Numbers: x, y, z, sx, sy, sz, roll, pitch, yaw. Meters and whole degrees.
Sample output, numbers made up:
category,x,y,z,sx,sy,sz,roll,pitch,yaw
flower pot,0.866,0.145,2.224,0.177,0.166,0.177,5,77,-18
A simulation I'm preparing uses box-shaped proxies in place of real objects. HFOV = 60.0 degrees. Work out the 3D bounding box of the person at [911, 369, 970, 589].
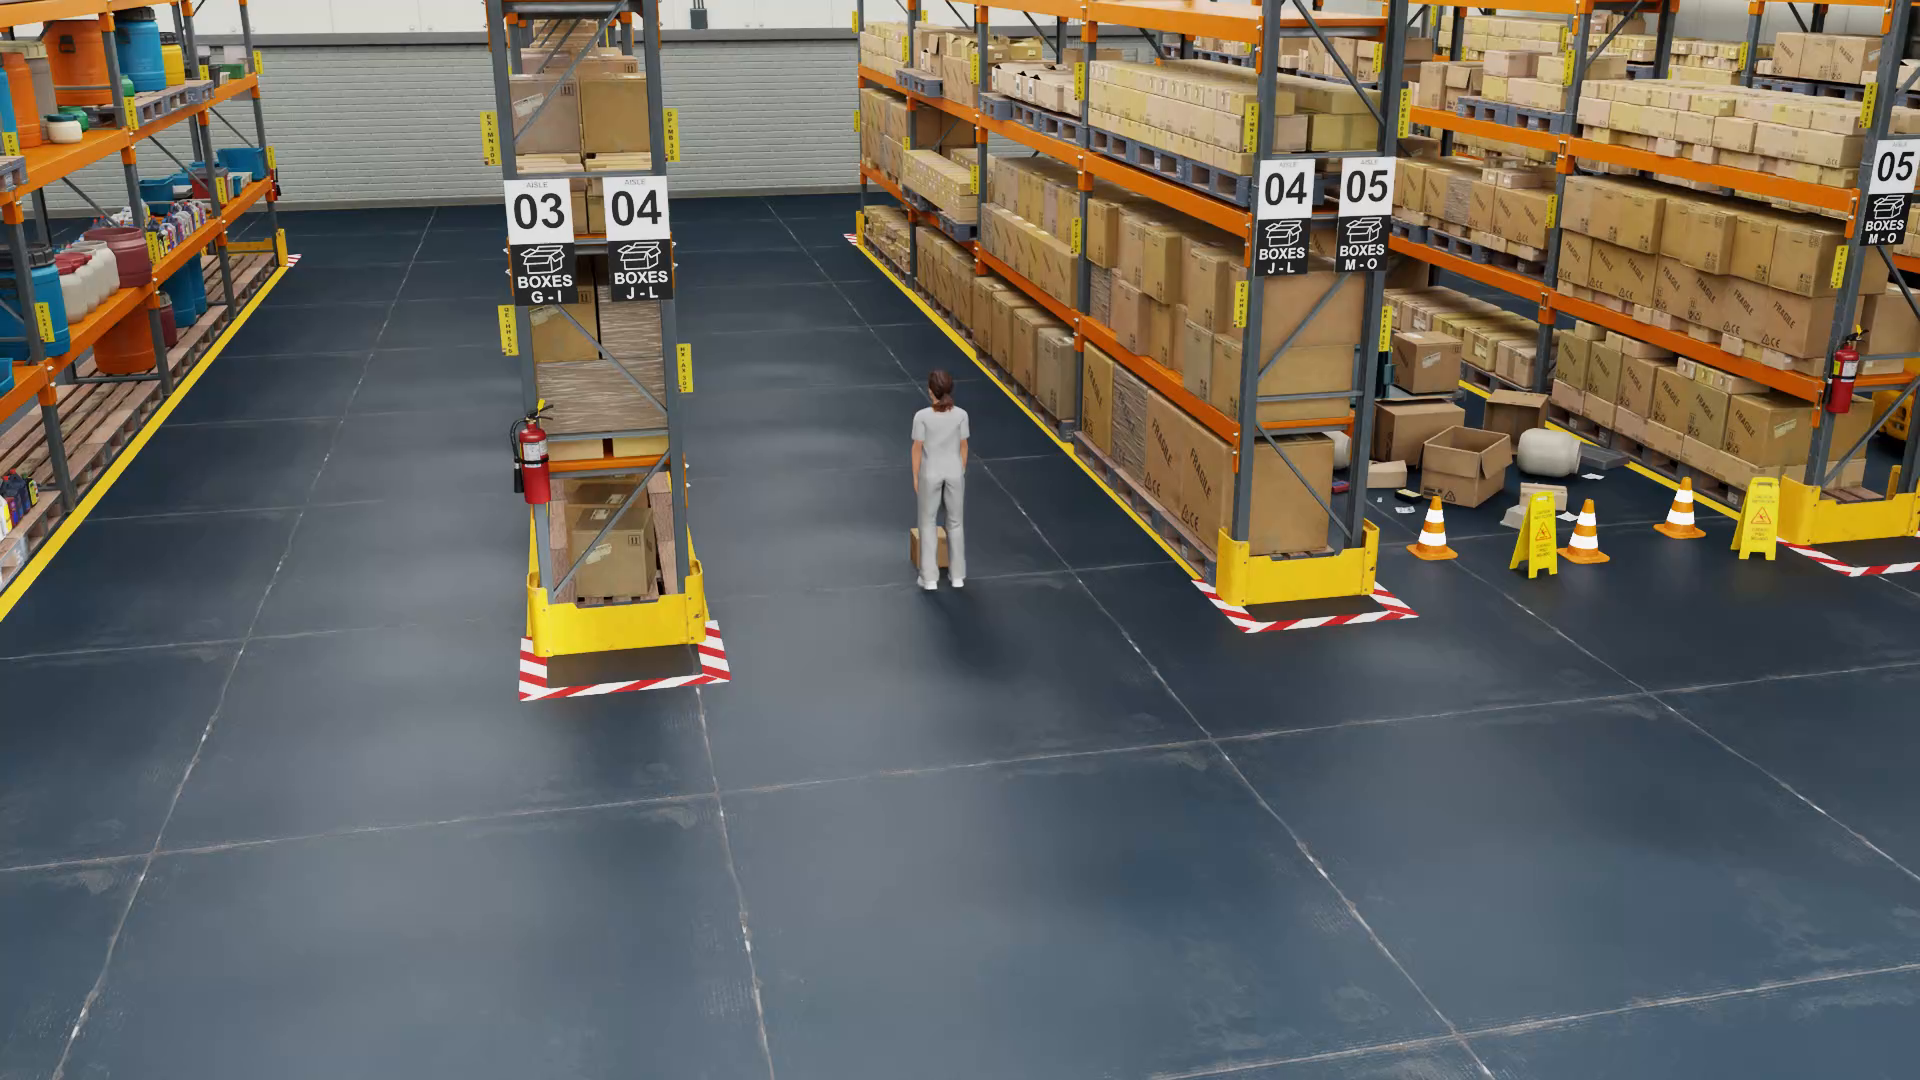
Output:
category,x,y,z,sx,sy,sz,roll,pitch,yaw
person,-0.147,-0.442,12.339,0.437,1.682,0.370,-4,20,-11
